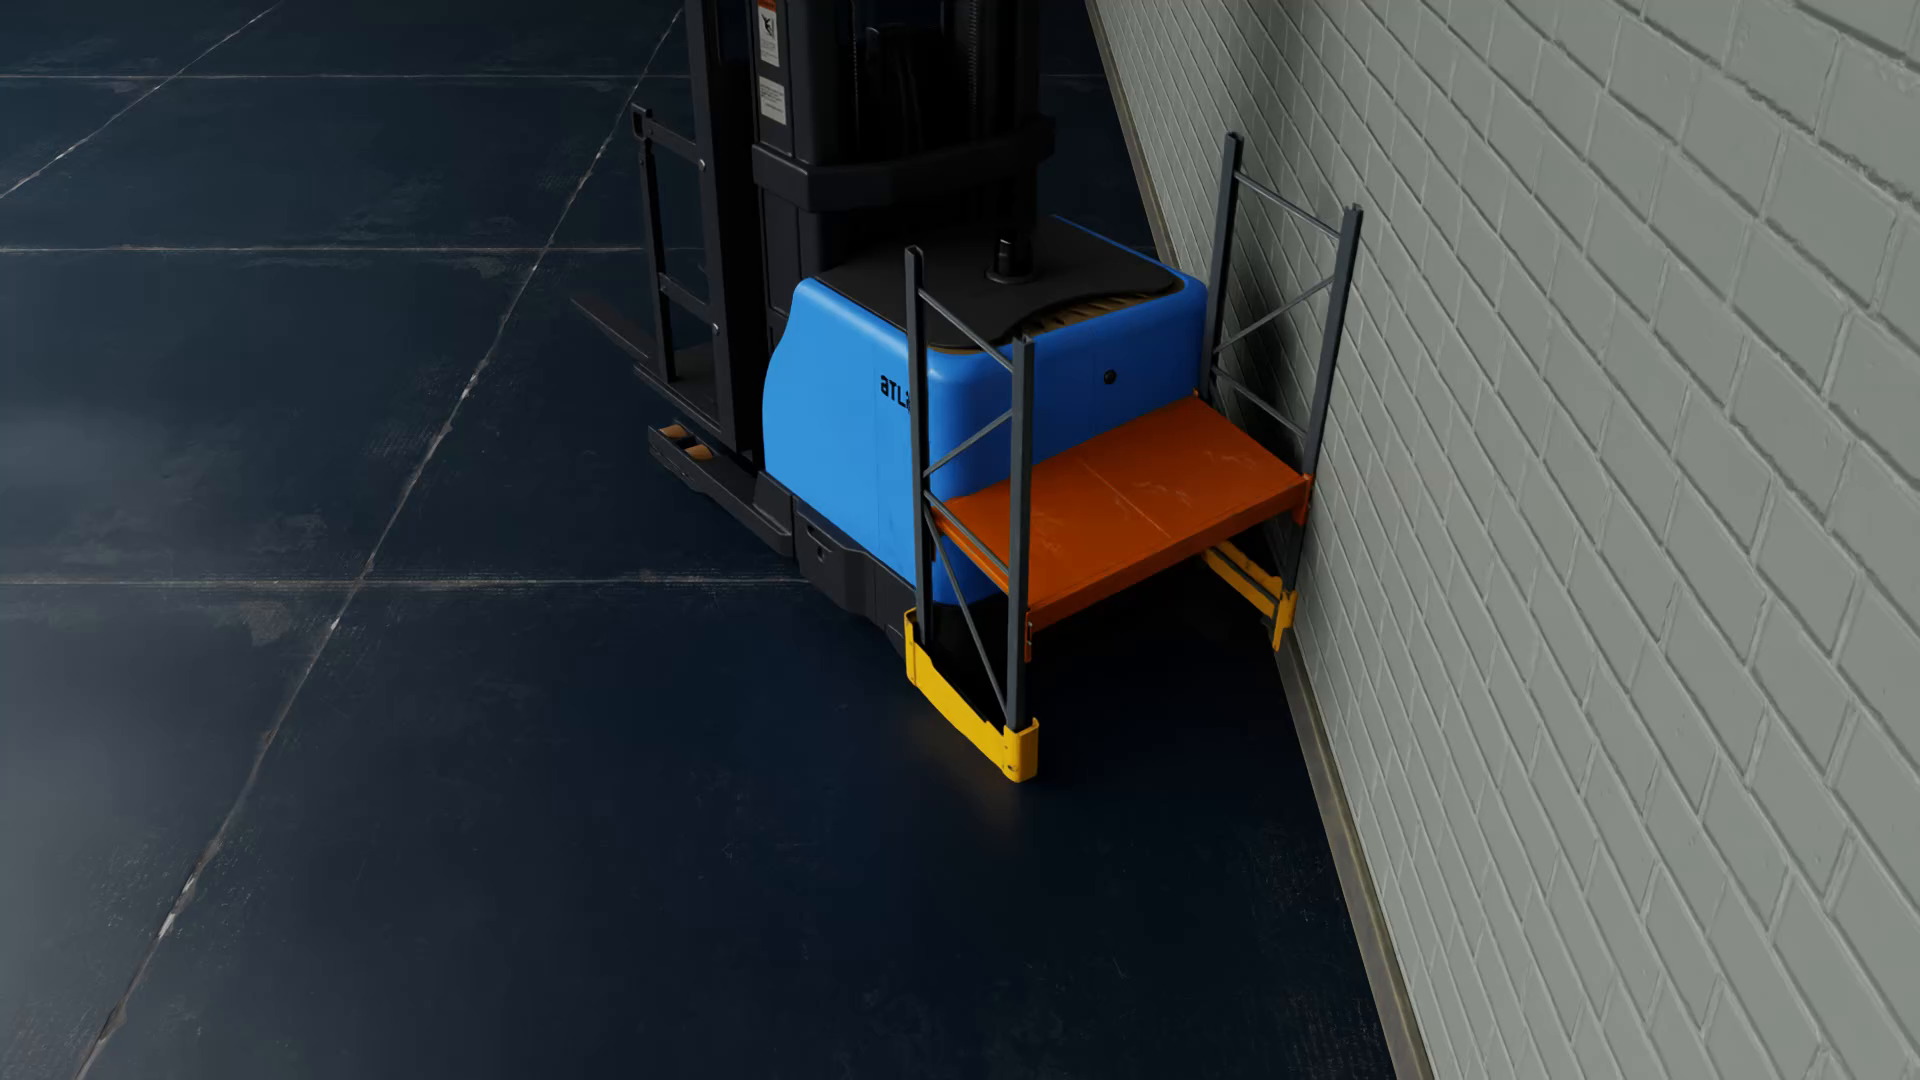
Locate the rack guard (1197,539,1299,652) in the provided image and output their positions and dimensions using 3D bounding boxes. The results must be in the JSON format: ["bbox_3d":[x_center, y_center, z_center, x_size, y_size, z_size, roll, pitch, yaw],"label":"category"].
[{"bbox_3d":[0.855,0.083,5.200,0.087,0.250,0.587,-24,47,-24],"label":"rack guard"}]

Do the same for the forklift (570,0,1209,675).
[{"bbox_3d":[-0.496,-1.563,5.500,1.130,2.935,3.031,-20,37,-30],"label":"forklift"}]

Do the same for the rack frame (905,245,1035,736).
[{"bbox_3d":[0.022,-0.014,4.374,0.032,1.500,0.500,-24,47,-24],"label":"rack frame"}]

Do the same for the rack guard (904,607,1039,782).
[{"bbox_3d":[0.027,0.454,4.788,0.087,0.250,0.587,-24,47,-24],"label":"rack guard"}]

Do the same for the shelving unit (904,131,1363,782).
[{"bbox_3d":[0.437,-0.200,4.580,1.083,1.500,0.587,-24,47,-24],"label":"shelving unit"}]

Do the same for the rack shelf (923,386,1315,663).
[{"bbox_3d":[0.446,-0.068,4.703,1.000,0.185,0.538,-24,47,-24],"label":"rack shelf"}]

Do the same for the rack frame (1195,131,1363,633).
[{"bbox_3d":[0.866,-0.393,4.794,0.032,1.500,0.500,-24,47,-24],"label":"rack frame"}]
